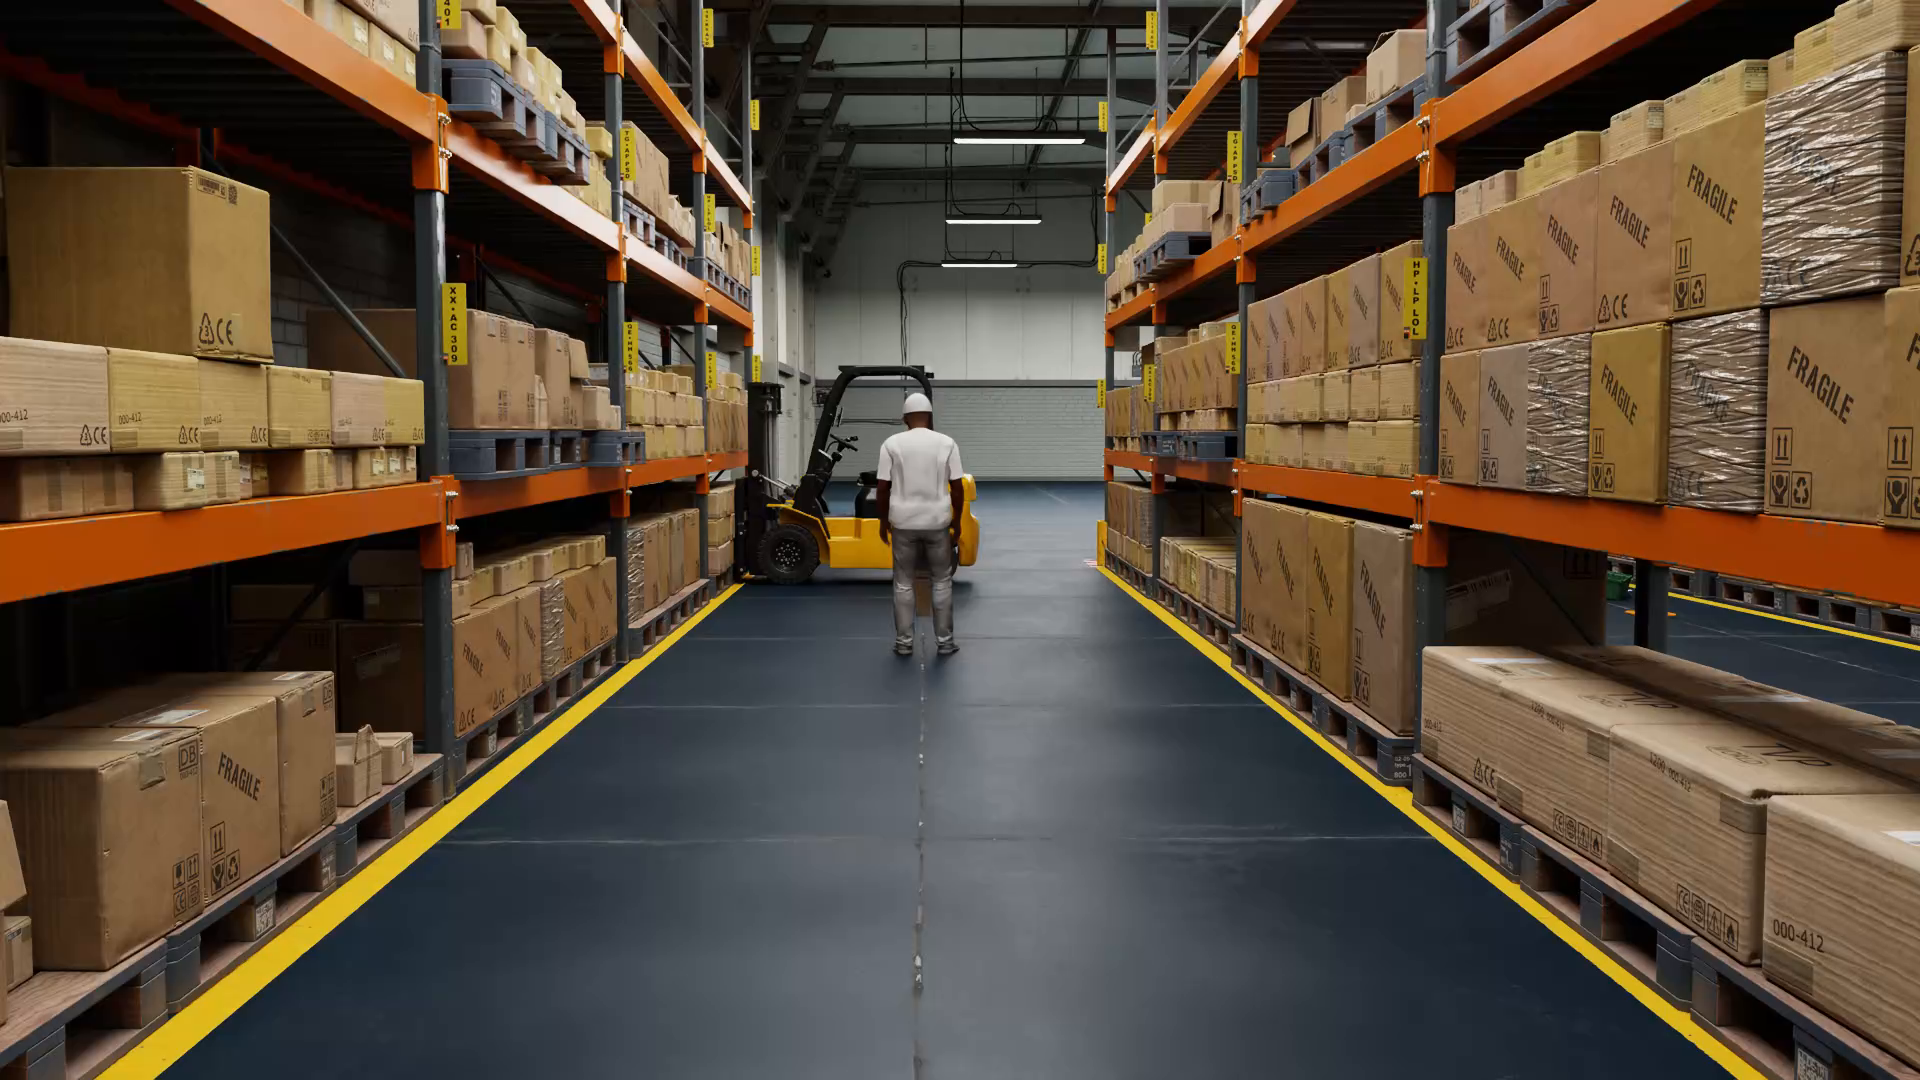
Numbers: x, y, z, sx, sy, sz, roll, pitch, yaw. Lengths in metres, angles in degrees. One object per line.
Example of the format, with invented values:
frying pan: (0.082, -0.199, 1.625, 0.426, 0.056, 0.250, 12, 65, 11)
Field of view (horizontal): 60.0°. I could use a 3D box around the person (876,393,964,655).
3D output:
person: (-0.270, -0.110, 11.275, 0.598, 1.763, 0.439, 0, 4, -3)
